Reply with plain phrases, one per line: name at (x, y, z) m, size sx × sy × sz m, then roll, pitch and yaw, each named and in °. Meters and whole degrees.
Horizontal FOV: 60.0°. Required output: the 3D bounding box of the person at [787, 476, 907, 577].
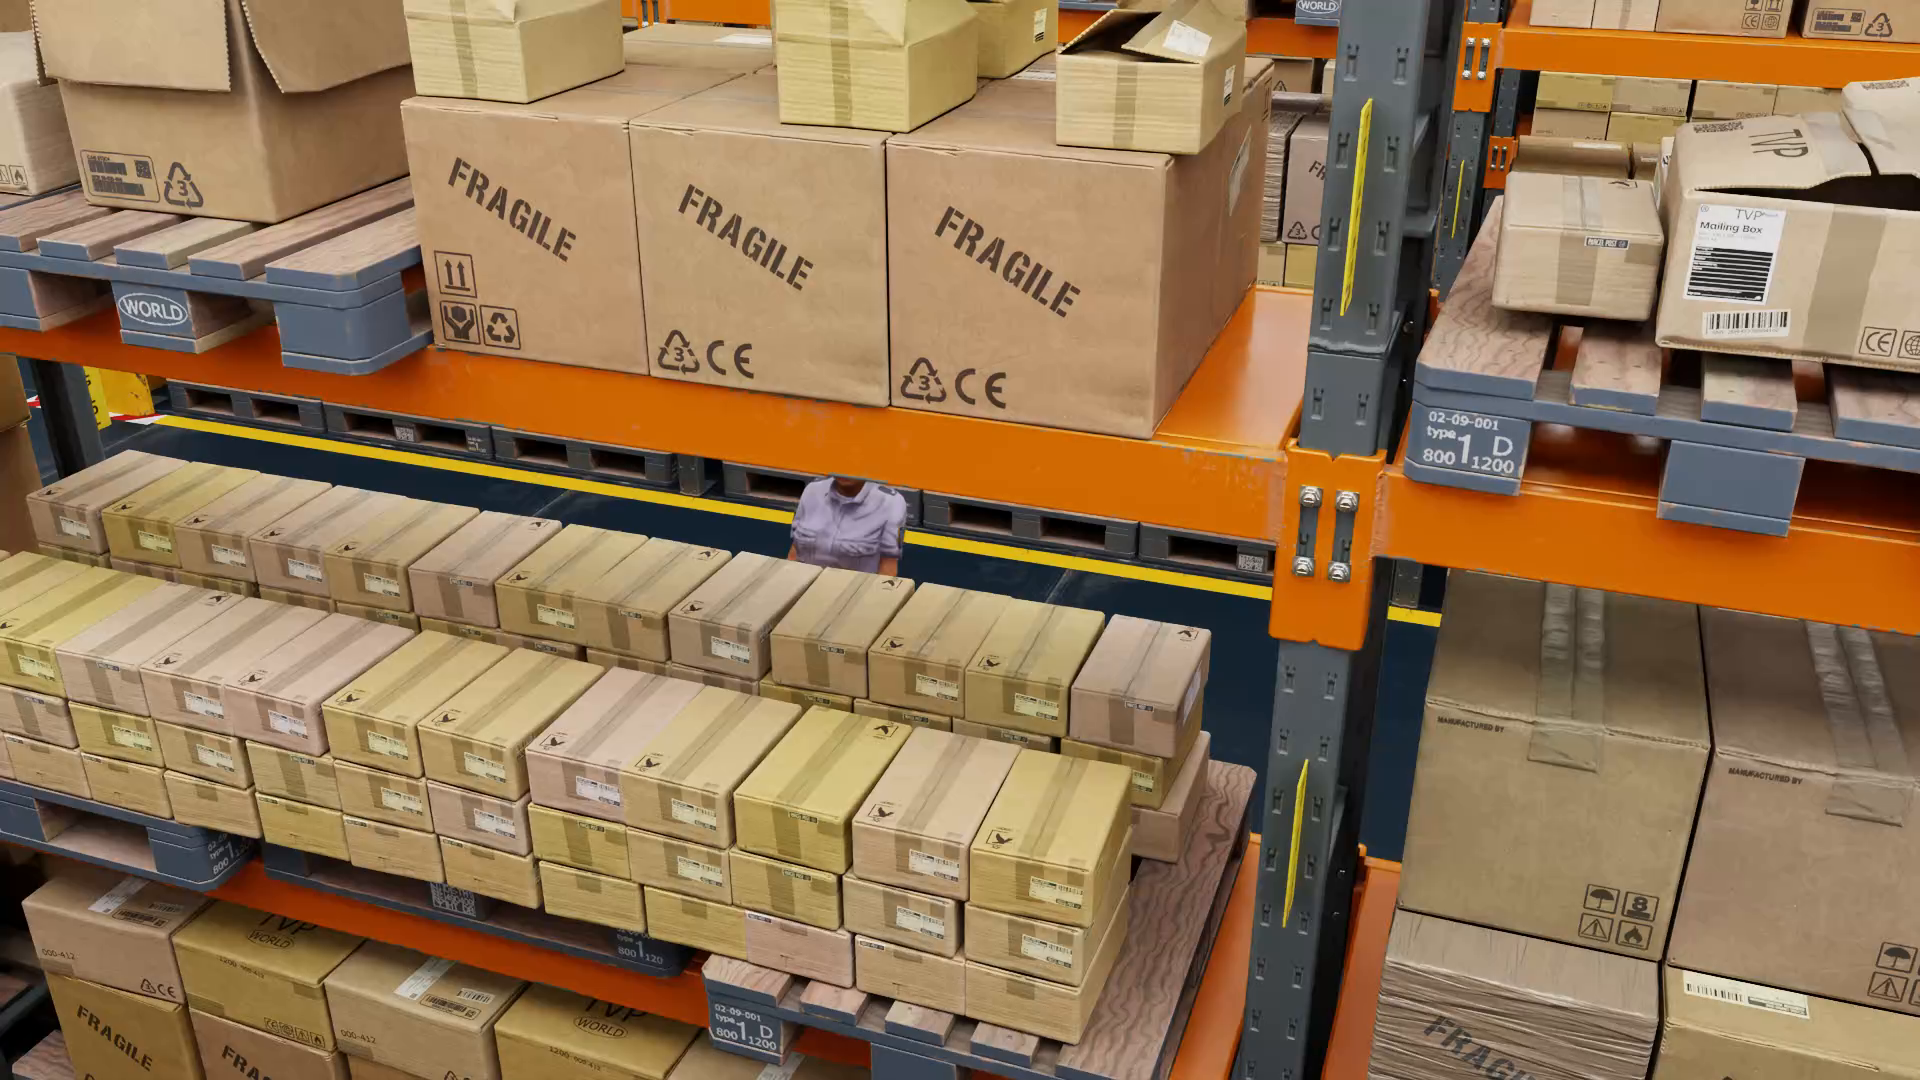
person at (-0.458, 0.359, 6.402) m, size 0.452 × 1.634 × 0.517 m, roll 9°, pitch 27°, yaw 18°
